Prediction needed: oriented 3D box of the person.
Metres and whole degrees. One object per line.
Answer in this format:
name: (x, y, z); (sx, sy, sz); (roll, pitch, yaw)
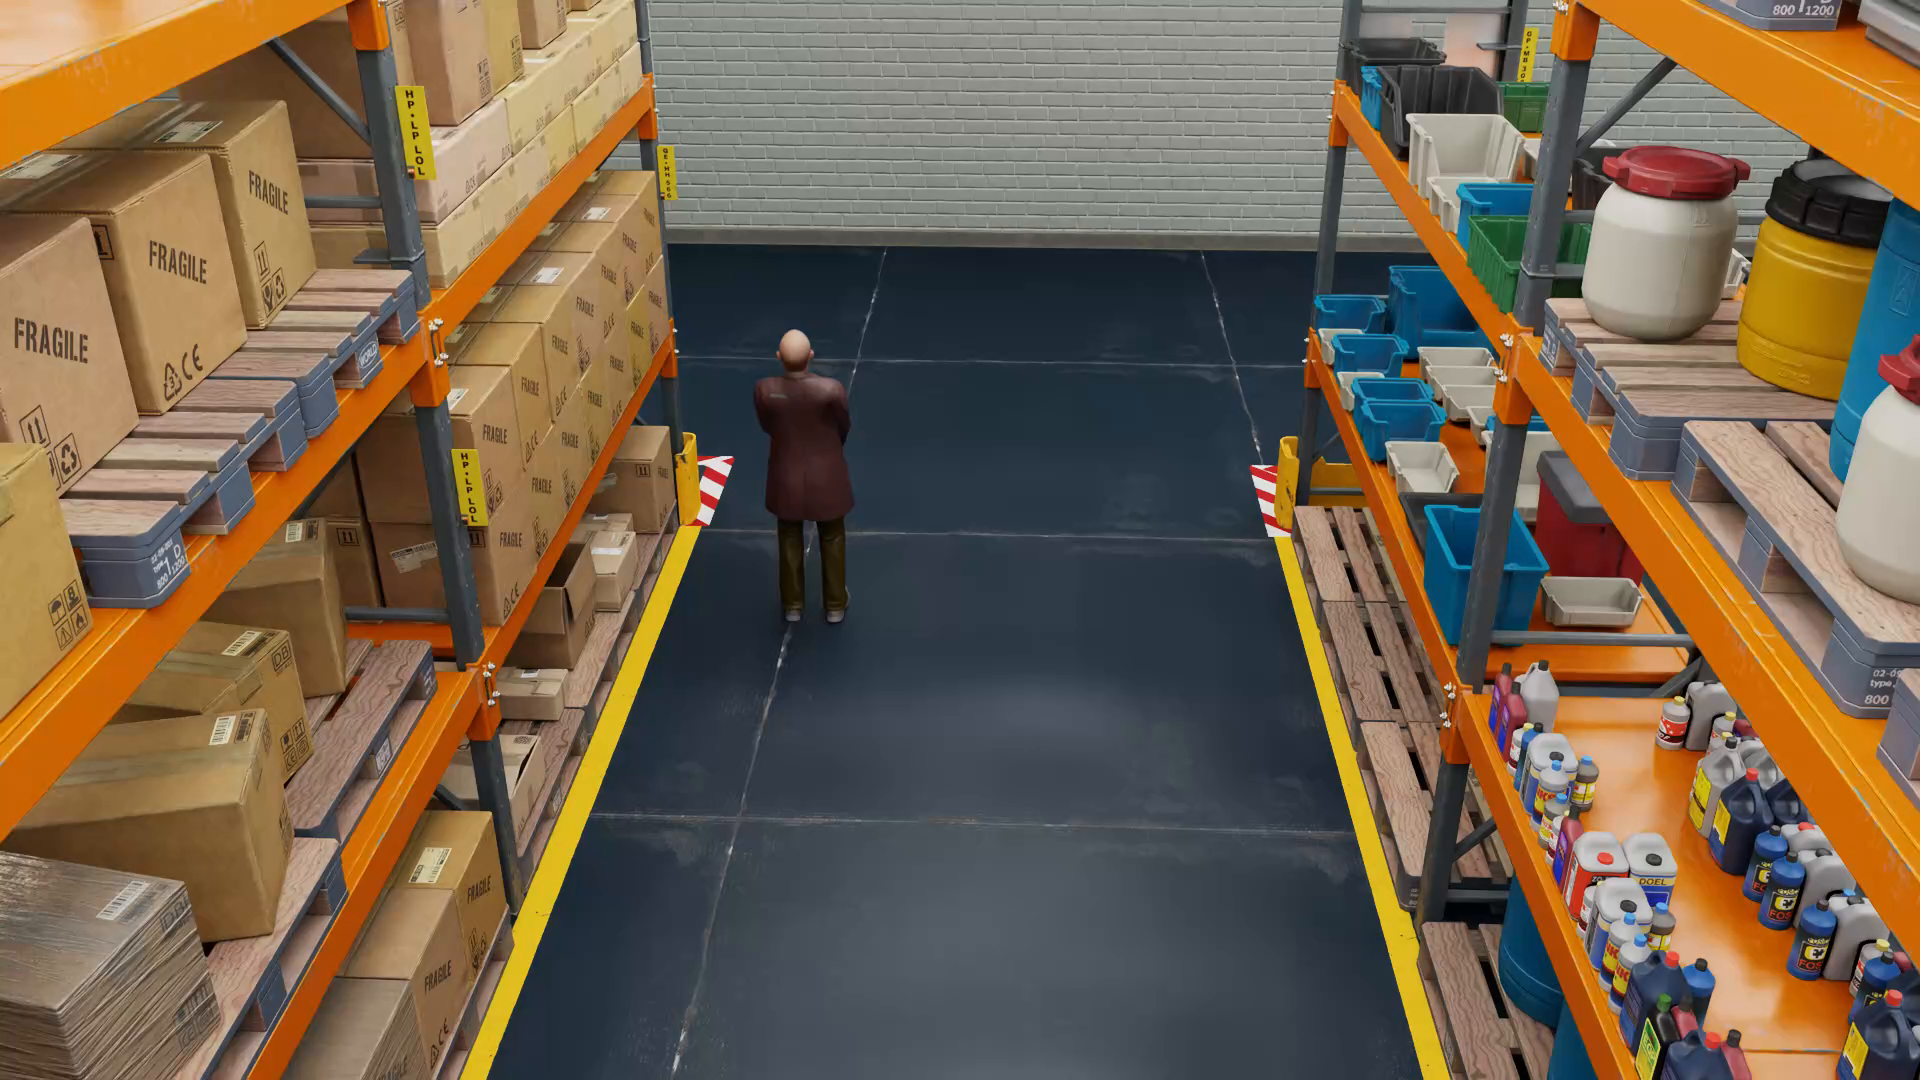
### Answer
person: (-0.859, -0.408, 9.424); (0.531, 1.769, 0.555); (1, 28, 2)
